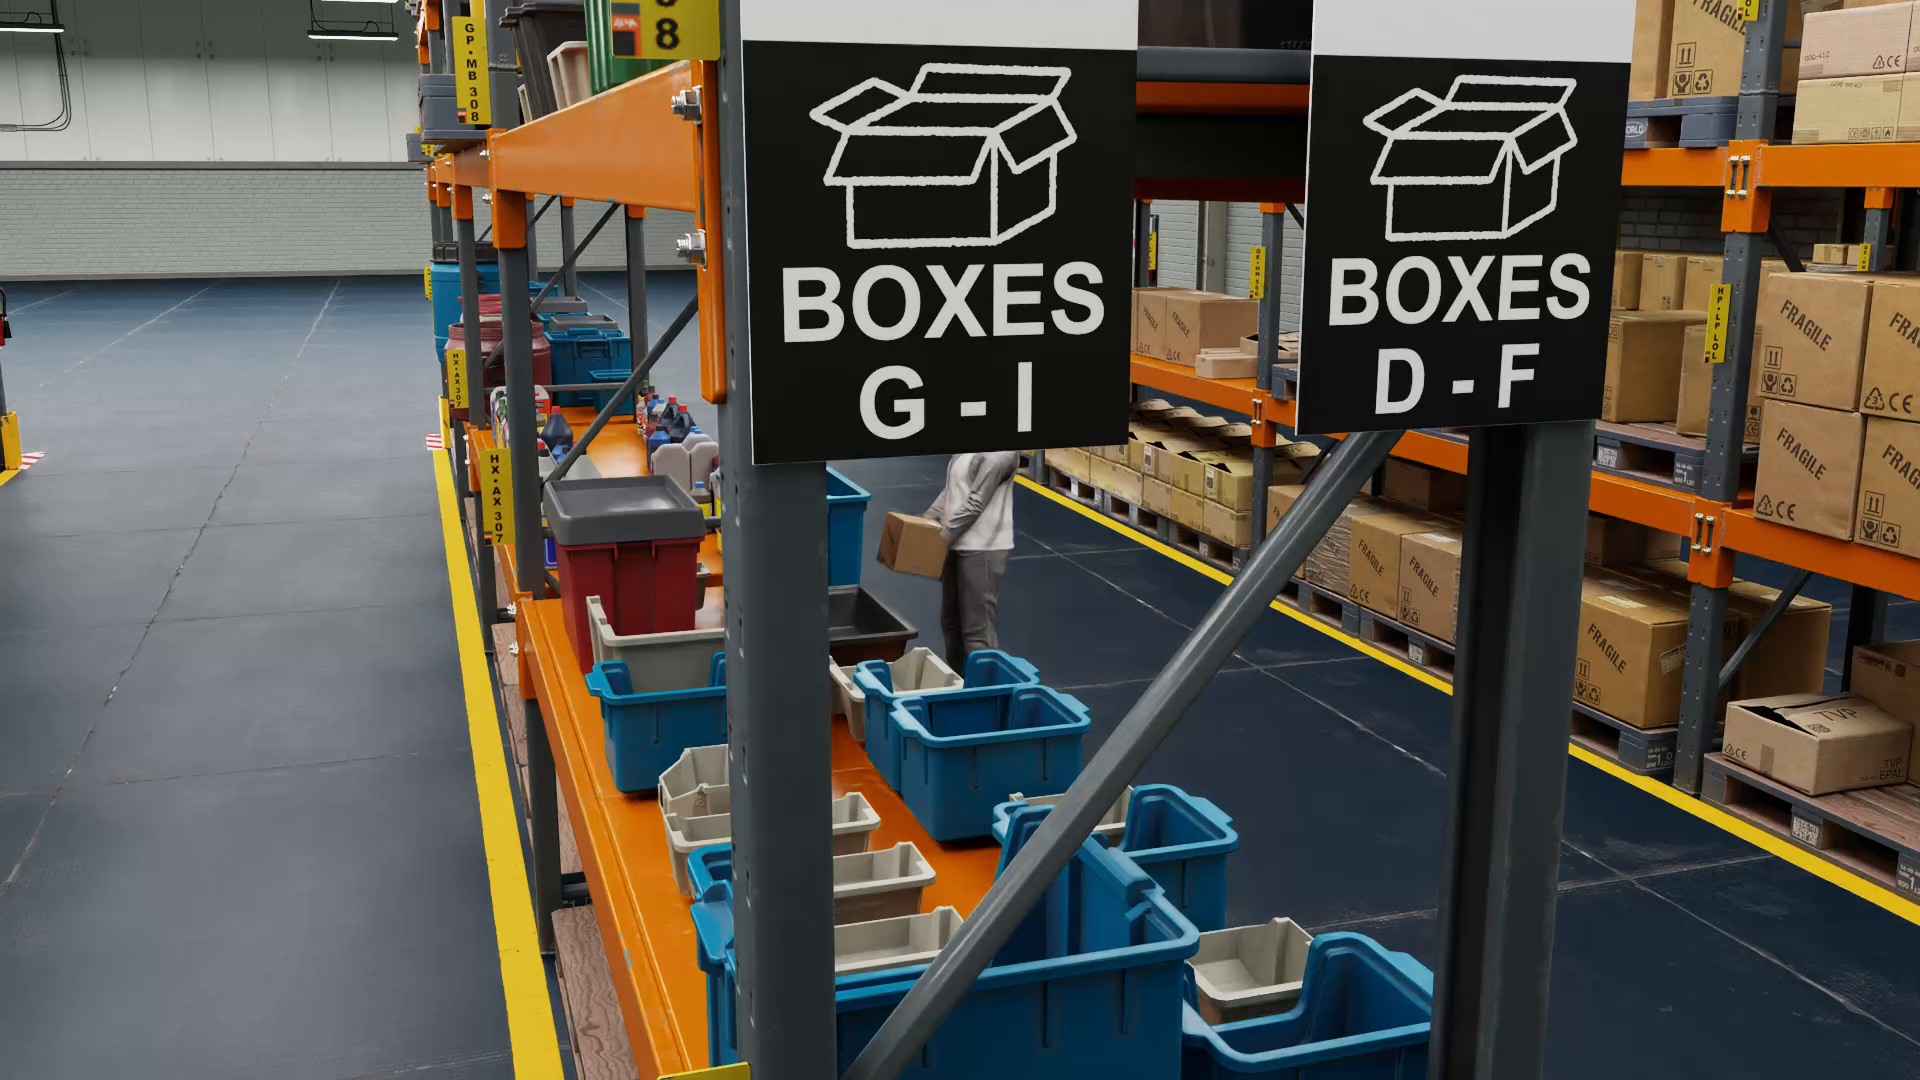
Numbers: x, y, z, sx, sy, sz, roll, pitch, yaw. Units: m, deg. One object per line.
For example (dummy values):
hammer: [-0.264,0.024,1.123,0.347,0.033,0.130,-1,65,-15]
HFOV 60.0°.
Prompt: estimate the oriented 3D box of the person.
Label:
person: [0.013,0.037,8.225,0.533,1.776,0.514,-3,13,-11]
